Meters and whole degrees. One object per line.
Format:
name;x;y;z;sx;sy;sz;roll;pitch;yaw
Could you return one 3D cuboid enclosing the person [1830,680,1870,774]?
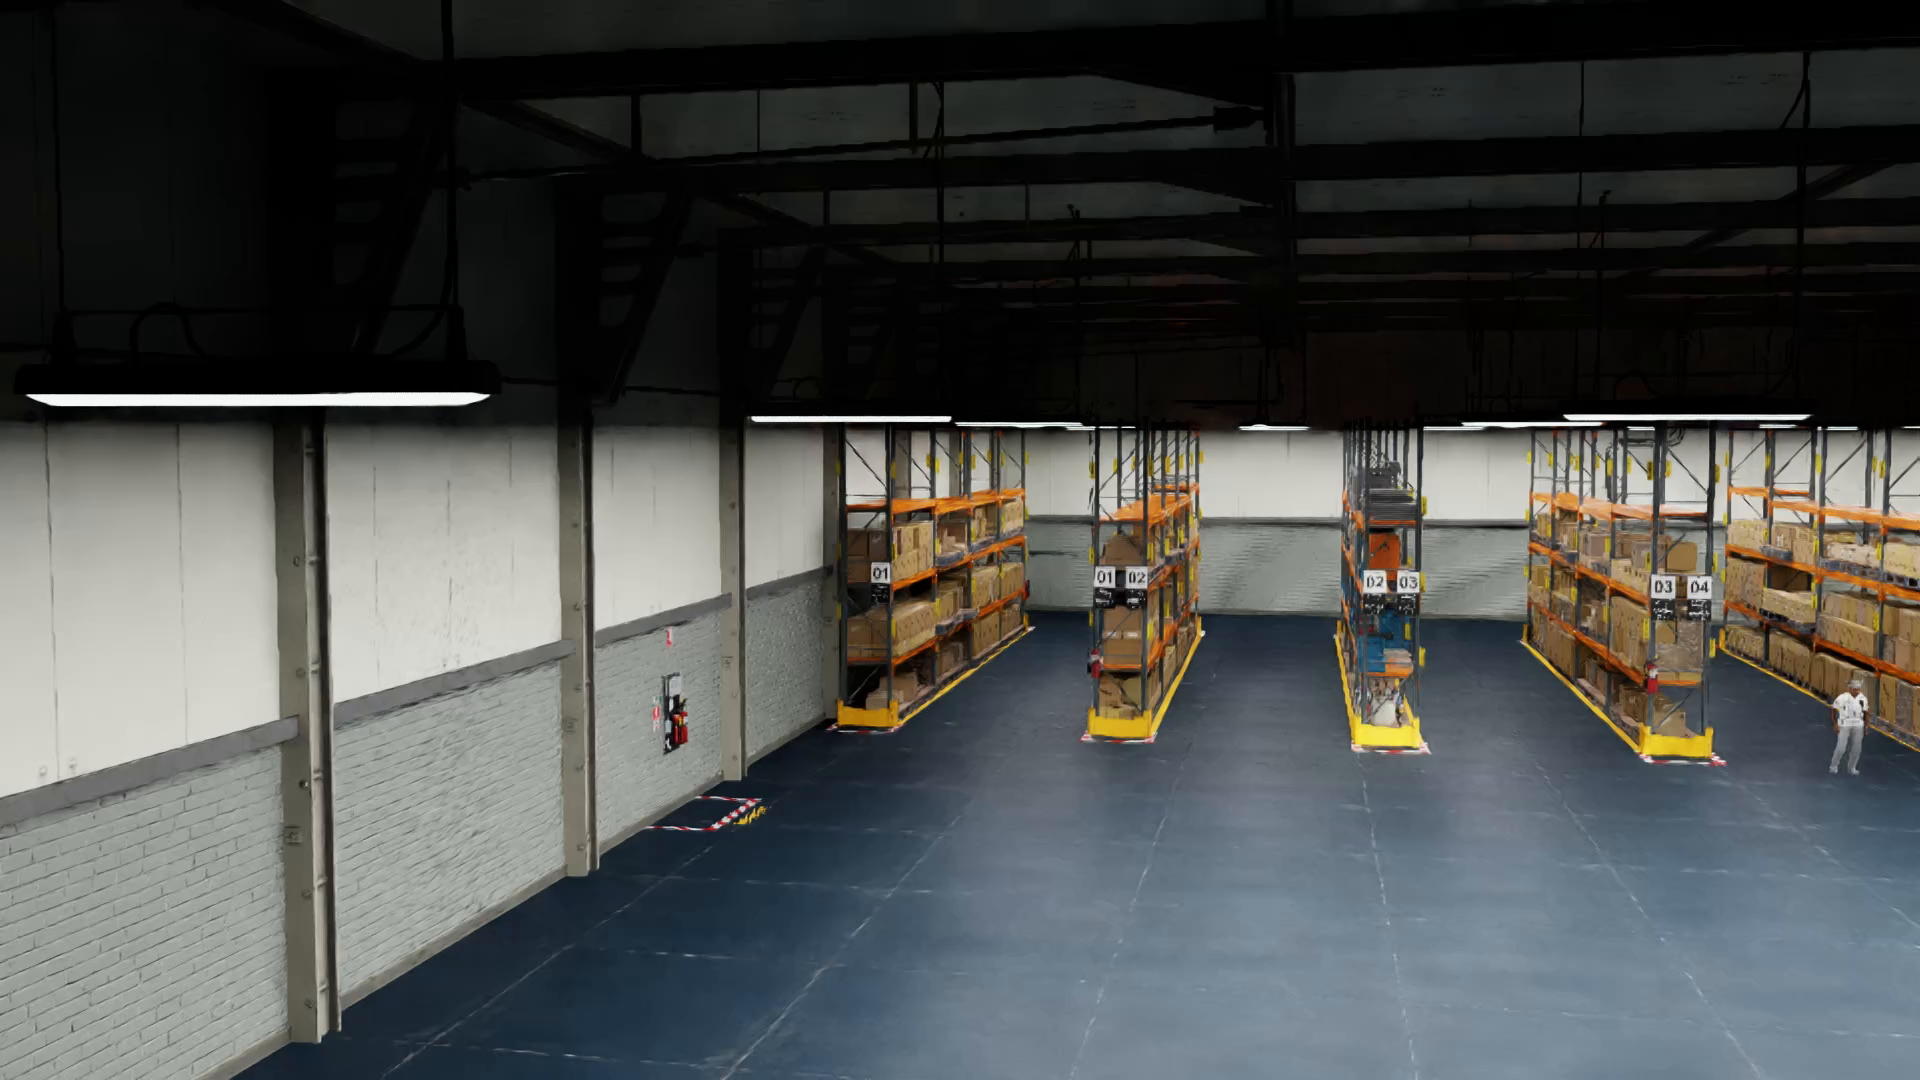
person;14.862;3.111;27.798;0.571;1.629;0.532;1;4;9
